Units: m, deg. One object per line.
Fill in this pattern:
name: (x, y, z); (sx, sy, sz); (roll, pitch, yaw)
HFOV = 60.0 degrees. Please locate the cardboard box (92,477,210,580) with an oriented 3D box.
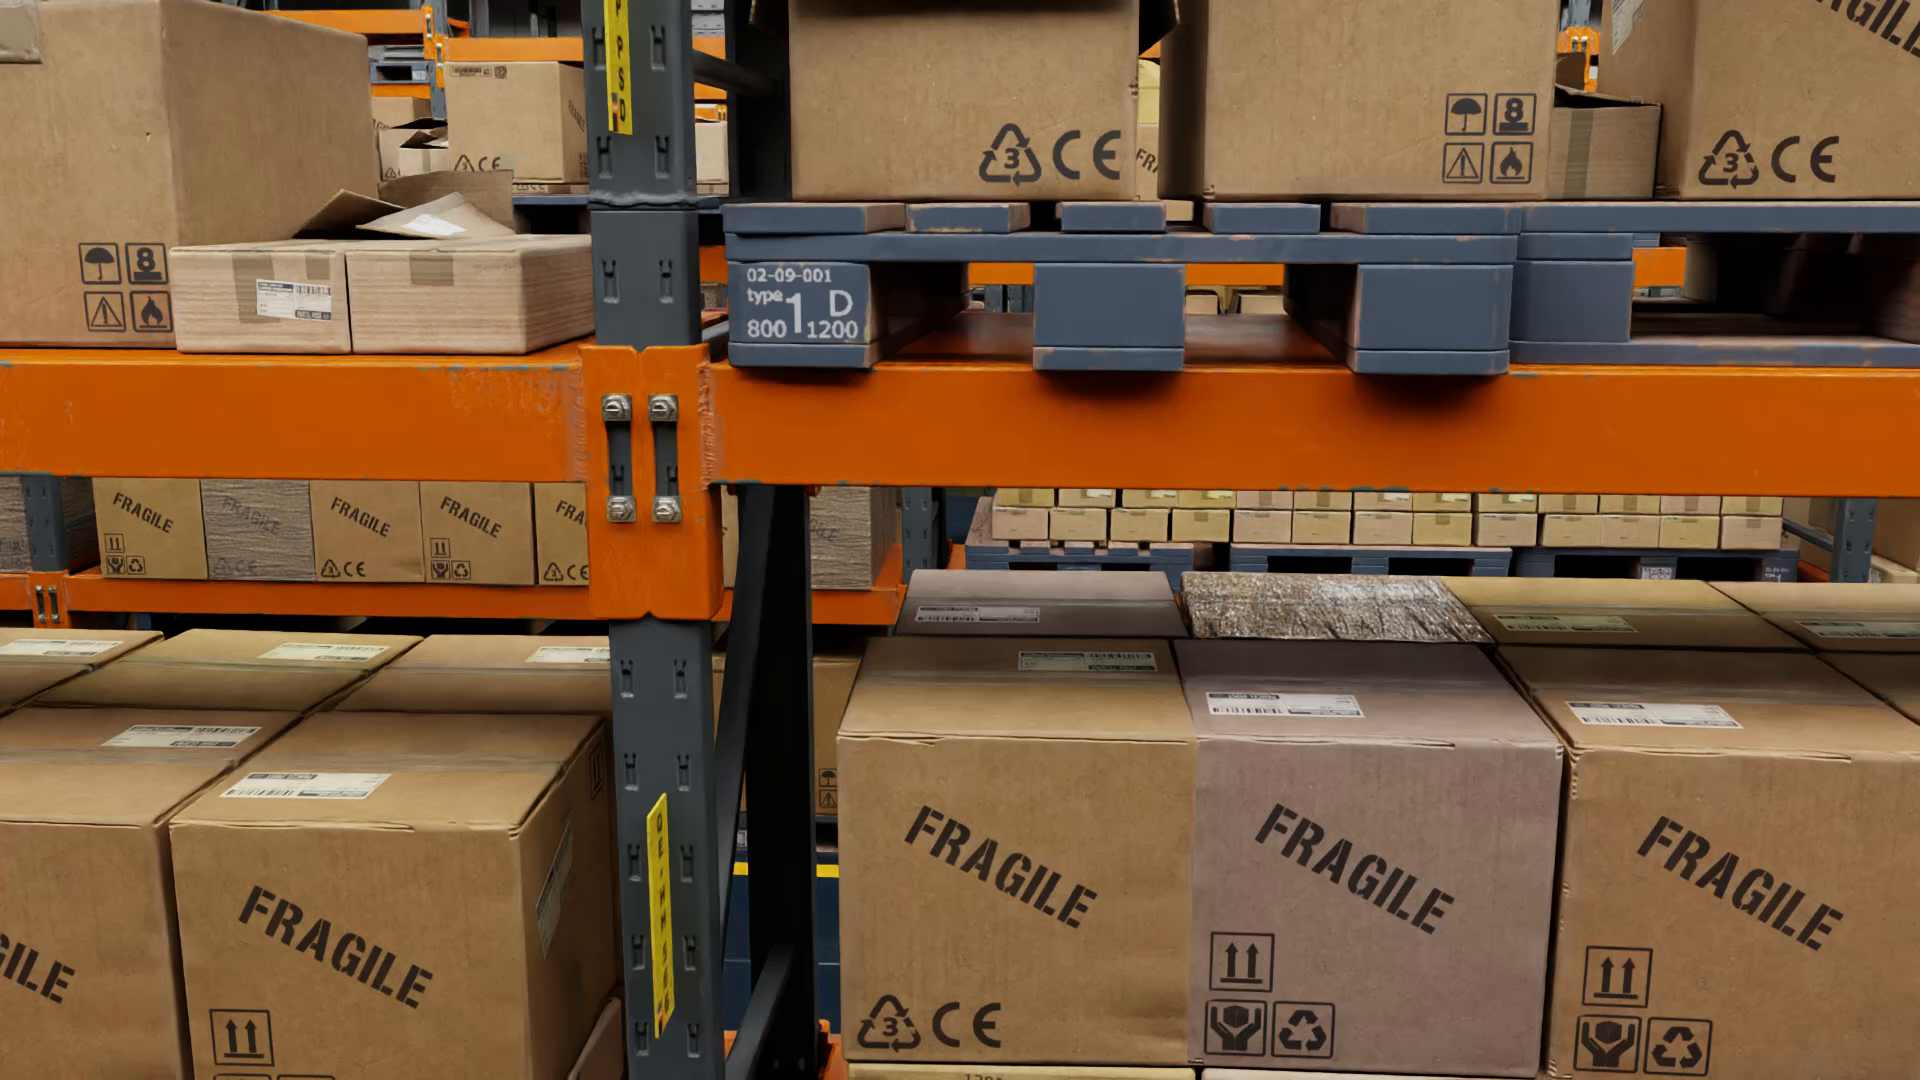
cardboard box: (-3.643, -0.116, 7.750); (0.500, 0.500, 0.500); (1, 12, 4)

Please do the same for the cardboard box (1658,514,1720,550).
cardboard box: (3.164, -0.070, 7.366); (0.250, 0.149, 0.380); (1, 12, 4)

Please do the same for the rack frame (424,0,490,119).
rack frame: (-3.717, -4.077, 12.281); (0.127, 3.000, 1.000); (1, 12, 4)

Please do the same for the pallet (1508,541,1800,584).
pallet: (3.080, 0.034, 7.746); (1.213, 0.211, 1.003); (1, 12, 4)

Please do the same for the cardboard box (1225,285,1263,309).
cardboard box: (3.783, -3.358, 22.226); (0.500, 0.500, 0.700); (3, 12, 13)

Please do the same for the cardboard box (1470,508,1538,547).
cardboard box: (2.387, -0.080, 7.414); (0.250, 0.149, 0.380); (0, 12, 1)

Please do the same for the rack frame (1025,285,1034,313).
rack frame: (0.940, -3.110, 22.308); (0.127, 3.000, 1.000); (1, 12, 4)

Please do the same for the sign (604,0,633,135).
sign: (-0.427, -0.672, 2.065); (0.005, 0.325, 0.100); (1, 12, 4)

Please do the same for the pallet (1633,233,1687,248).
pallet: (3.224, -1.426, 7.391); (1.003, 0.211, 1.213); (1, 12, 4)

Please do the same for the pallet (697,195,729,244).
pallet: (-0.804, -1.448, 7.499); (1.003, 0.211, 1.213); (1, 12, 6)

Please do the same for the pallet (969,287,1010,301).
pallet: (0.549, -4.016, 27.108); (1.003, 0.211, 1.213); (1, 12, 4)

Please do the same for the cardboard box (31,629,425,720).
cardboard box: (-1.342, 0.479, 3.154); (0.500, 0.500, 0.500); (1, 12, 7)

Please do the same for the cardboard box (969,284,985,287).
cardboard box: (0.238, -4.393, 27.122); (0.500, 0.500, 0.700); (0, 12, -2)

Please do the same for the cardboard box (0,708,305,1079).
cardboard box: (-1.377, 0.584, 2.653); (0.500, 0.500, 0.500); (1, 12, 3)

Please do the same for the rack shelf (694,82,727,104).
rack shelf: (-1.391, -4.514, 17.102); (4.000, 0.370, 1.077); (1, 12, 4)

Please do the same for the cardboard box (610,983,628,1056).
cardboard box: (-0.700, 0.814, 3.141); (0.250, 0.149, 0.380); (0, 12, 0)

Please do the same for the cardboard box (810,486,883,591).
cardboard box: (-0.626, -0.074, 7.553); (0.500, 0.500, 0.500); (1, 12, 4)

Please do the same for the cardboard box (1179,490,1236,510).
cardboard box: (1.099, -0.245, 7.475); (0.250, 0.149, 0.380); (1, 12, 4)

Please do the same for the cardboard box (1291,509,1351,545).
cardboard box: (1.598, -0.092, 7.468); (0.250, 0.149, 0.380); (1, 12, 5)

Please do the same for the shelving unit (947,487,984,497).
shelving unit: (-0.007, -0.734, 14.615); (0.755, 1.500, 0.431); (1, 12, 4)

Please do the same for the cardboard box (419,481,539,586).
cardboard box: (-2.134, -0.094, 7.649); (0.500, 0.500, 0.500); (1, 12, 5)

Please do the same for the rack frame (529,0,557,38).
rack frame: (-6.715, -7.168, 27.055); (0.127, 3.000, 1.000); (1, 12, 4)

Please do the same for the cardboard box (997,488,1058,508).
cardboard box: (0.310, -0.255, 7.521); (0.250, 0.149, 0.380); (1, 12, 6)

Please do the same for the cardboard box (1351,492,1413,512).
cardboard box: (1.865, -0.234, 7.424); (0.250, 0.149, 0.380); (1, 12, 6)

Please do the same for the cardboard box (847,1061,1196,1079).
cardboard box: (0.101, 0.825, 2.645); (0.500, 0.250, 0.500); (1, 12, 3)

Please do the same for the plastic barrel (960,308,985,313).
plastic barrel: (0.122, -2.109, 17.191); (0.708, 0.536, 0.600); (1, 12, 4)

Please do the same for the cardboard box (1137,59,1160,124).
cardboard box: (0.741, -1.897, 7.071); (0.258, 0.266, 0.396); (1, 12, 4)

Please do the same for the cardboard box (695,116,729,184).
cardboard box: (-1.221, -1.706, 7.220); (0.500, 0.311, 0.500); (1, 12, 4)

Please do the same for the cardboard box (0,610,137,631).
cardboard box: (-4.772, 0.683, 8.342); (0.875, 0.875, 0.875); (1, 12, 5)

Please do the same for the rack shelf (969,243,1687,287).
rack shelf: (1.837, -1.163, 7.432); (4.000, 0.370, 1.077); (1, 12, 4)

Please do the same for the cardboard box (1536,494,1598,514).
cardboard box: (2.639, -0.223, 7.369); (0.250, 0.149, 0.380); (0, 12, 2)

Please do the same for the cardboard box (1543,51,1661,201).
cardboard box: (1.009, -0.722, 2.870); (0.258, 0.266, 0.396); (0, 12, 2)

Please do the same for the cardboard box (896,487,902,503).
cardboard box: (-0.397, -0.448, 12.782); (0.500, 0.250, 0.500); (1, 12, 6)

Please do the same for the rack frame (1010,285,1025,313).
rack frame: (0.605, -2.098, 17.471); (0.127, 3.000, 1.000); (1, 12, 4)

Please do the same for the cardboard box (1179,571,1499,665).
cardboard box: (0.657, 0.359, 3.039); (0.500, 0.500, 0.500); (1, 12, 5)

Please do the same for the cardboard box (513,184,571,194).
cardboard box: (-3.255, -2.838, 12.407); (0.637, 0.503, 0.797); (0, 12, 1)

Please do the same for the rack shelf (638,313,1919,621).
rack shelf: (1.607, -0.150, 2.591); (4.000, 0.370, 1.077); (1, 12, 4)

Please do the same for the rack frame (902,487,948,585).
rack frame: (-0.158, -0.074, 7.796); (0.127, 3.000, 1.000); (1, 12, 4)

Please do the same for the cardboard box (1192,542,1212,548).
cardboard box: (1.850, -0.224, 12.677); (0.875, 0.875, 1.225); (1, 12, 4)

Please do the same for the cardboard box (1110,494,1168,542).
cardboard box: (0.811, -0.102, 7.518); (0.250, 0.149, 0.380); (1, 12, 7)

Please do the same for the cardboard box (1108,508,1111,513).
cardboard box: (0.612, -0.240, 8.177); (0.250, 0.149, 0.380); (1, 12, 4)

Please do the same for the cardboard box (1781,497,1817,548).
cardboard box: (5.816, -0.159, 12.366); (0.875, 0.875, 0.875); (1, 12, 4)

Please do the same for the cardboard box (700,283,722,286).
cardboard box: (-3.337, -3.491, 22.302); (0.250, 0.149, 0.380); (1, 12, 4)

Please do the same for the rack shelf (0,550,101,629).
rack shelf: (-6.145, 0.196, 8.262); (4.000, 0.370, 1.077); (1, 12, 4)

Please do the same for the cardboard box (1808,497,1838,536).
cardboard box: (4.334, -0.265, 7.738); (0.500, 0.500, 0.500); (1, 12, 4)

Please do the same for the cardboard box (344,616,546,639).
cardboard box: (-2.562, 0.771, 8.226); (0.750, 0.750, 1.050); (1, 12, 4)

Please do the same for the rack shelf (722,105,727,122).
rack shelf: (-1.056, -5.526, 21.939); (4.000, 0.370, 1.077); (1, 12, 4)

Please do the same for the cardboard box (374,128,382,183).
cardboard box: (-2.903, -1.806, 7.847); (0.500, 0.250, 0.500); (1, 12, 3)

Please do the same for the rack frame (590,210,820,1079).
rack frame: (-0.388, 0.939, 2.955); (0.127, 3.000, 1.000); (1, 12, 4)

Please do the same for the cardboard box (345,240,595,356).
cardboard box: (-0.717, -0.368, 2.489); (0.250, 0.149, 0.380); (1, 12, 4)

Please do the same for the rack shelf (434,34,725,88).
rack shelf: (-1.722, -3.502, 12.265); (4.000, 0.370, 1.077); (1, 12, 4)

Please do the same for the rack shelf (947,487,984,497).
rack shelf: (-0.007, -0.415, 14.682); (0.720, 0.370, 0.431); (1, 12, 4)

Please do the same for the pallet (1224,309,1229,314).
pallet: (4.141, -2.994, 22.225); (1.213, 0.211, 1.003); (1, 12, 4)

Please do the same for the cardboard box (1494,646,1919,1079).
cardboard box: (1.098, 0.472, 2.500); (0.500, 0.500, 0.500); (1, 12, 5)

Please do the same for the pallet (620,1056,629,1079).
pallet: (-1.107, 1.044, 2.917); (1.003, 0.211, 1.213); (1, 12, 4)

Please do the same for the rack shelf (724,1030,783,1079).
rack shelf: (-2.384, 1.263, 3.160); (4.000, 0.370, 1.077); (1, 12, 4)

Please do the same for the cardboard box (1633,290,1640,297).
cardboard box: (8.457, -3.000, 21.538); (0.500, 0.500, 0.500); (1, 12, 5)

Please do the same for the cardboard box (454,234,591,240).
cardboard box: (-0.691, -0.446, 2.860); (0.250, 0.149, 0.380); (1, 12, 4)

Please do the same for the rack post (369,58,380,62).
rack post: (-6.632, -4.863, 17.257); (0.954, 0.300, 0.937); (2, 12, 10)

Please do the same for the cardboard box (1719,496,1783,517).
cardboard box: (3.422, -0.213, 7.320); (0.250, 0.149, 0.380); (1, 12, 5)
